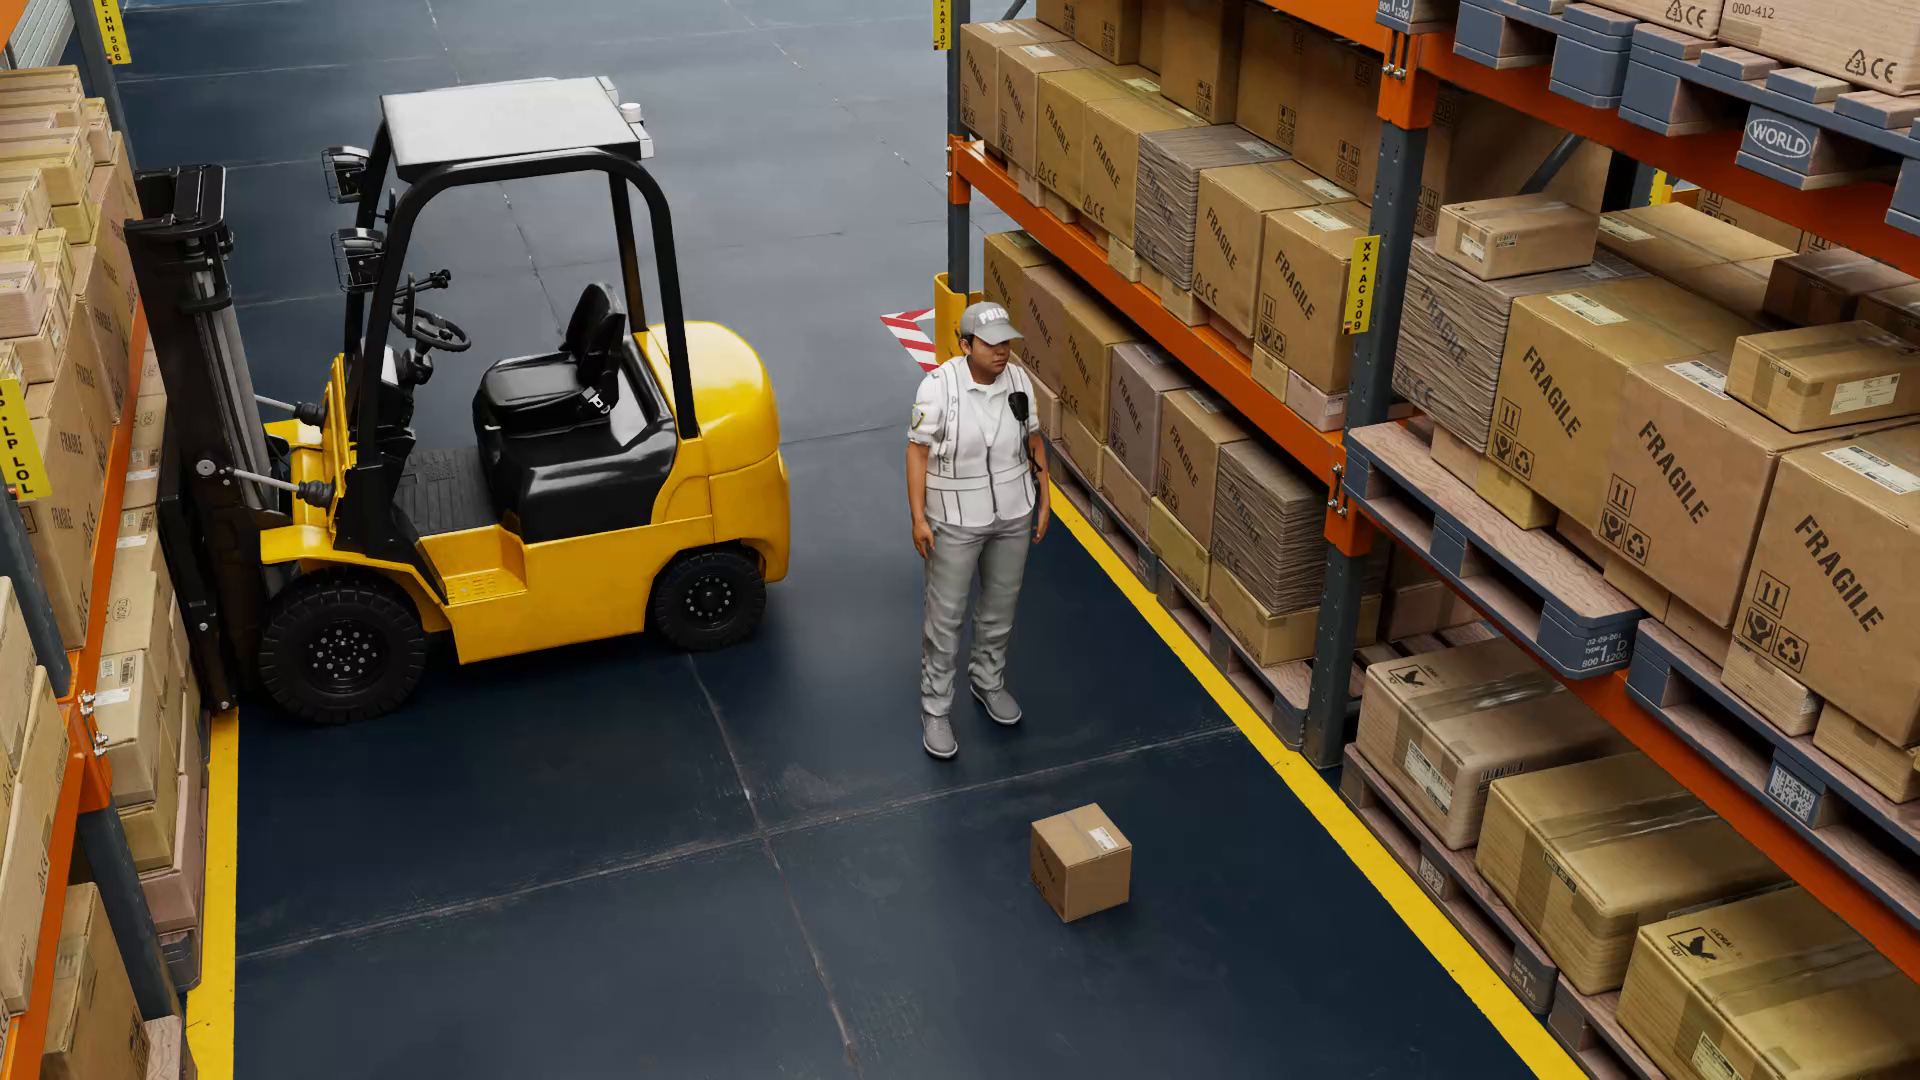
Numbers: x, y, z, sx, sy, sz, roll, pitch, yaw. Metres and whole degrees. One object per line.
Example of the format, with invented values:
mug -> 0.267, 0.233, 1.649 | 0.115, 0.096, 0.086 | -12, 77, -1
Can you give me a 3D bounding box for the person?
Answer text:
person -> 0.083, -0.051, 6.192 | 0.599, 1.671, 0.529 | -11, 32, -18
